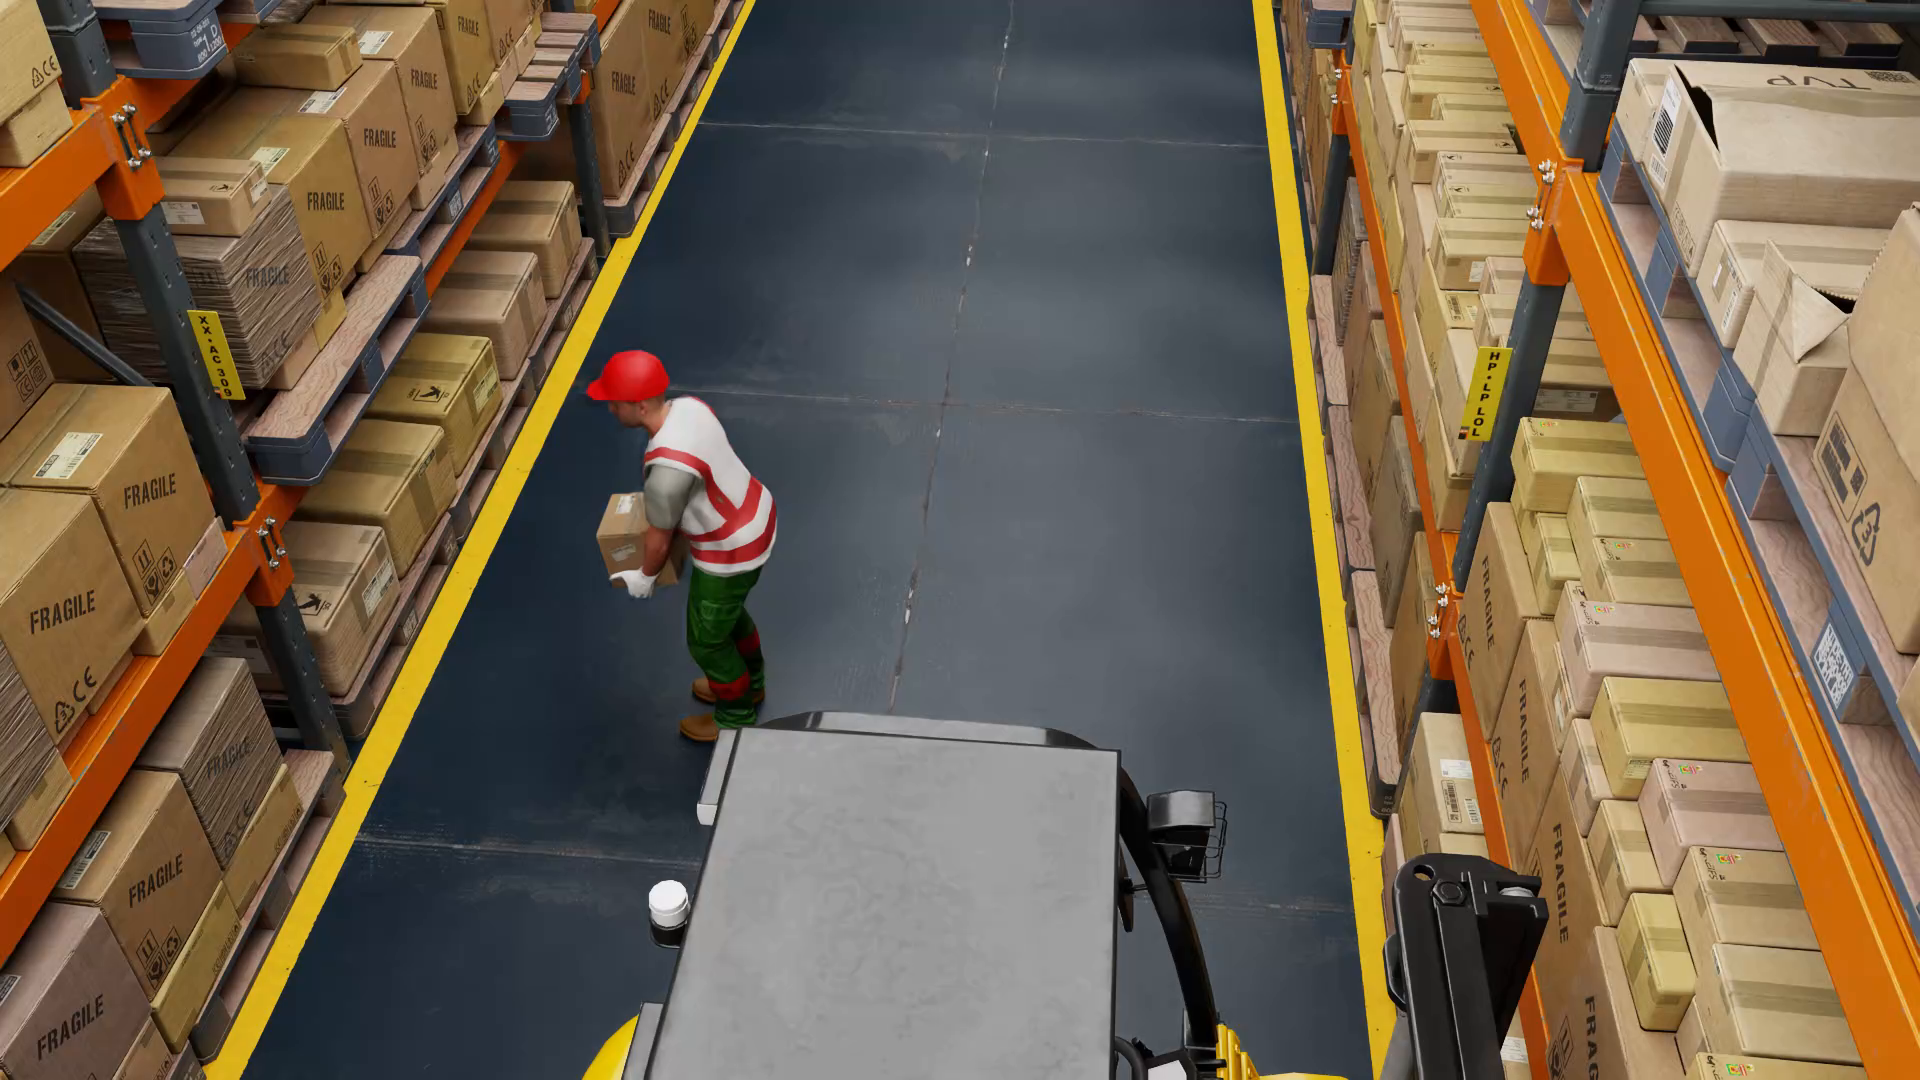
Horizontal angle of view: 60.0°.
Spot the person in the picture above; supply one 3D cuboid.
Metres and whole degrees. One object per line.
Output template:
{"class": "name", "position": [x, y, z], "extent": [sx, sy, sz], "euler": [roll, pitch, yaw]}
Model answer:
{"class": "person", "position": [-0.976, 0.042, 6.135], "extent": [0.603, 1.725, 0.481], "euler": [3, 40, 3]}
